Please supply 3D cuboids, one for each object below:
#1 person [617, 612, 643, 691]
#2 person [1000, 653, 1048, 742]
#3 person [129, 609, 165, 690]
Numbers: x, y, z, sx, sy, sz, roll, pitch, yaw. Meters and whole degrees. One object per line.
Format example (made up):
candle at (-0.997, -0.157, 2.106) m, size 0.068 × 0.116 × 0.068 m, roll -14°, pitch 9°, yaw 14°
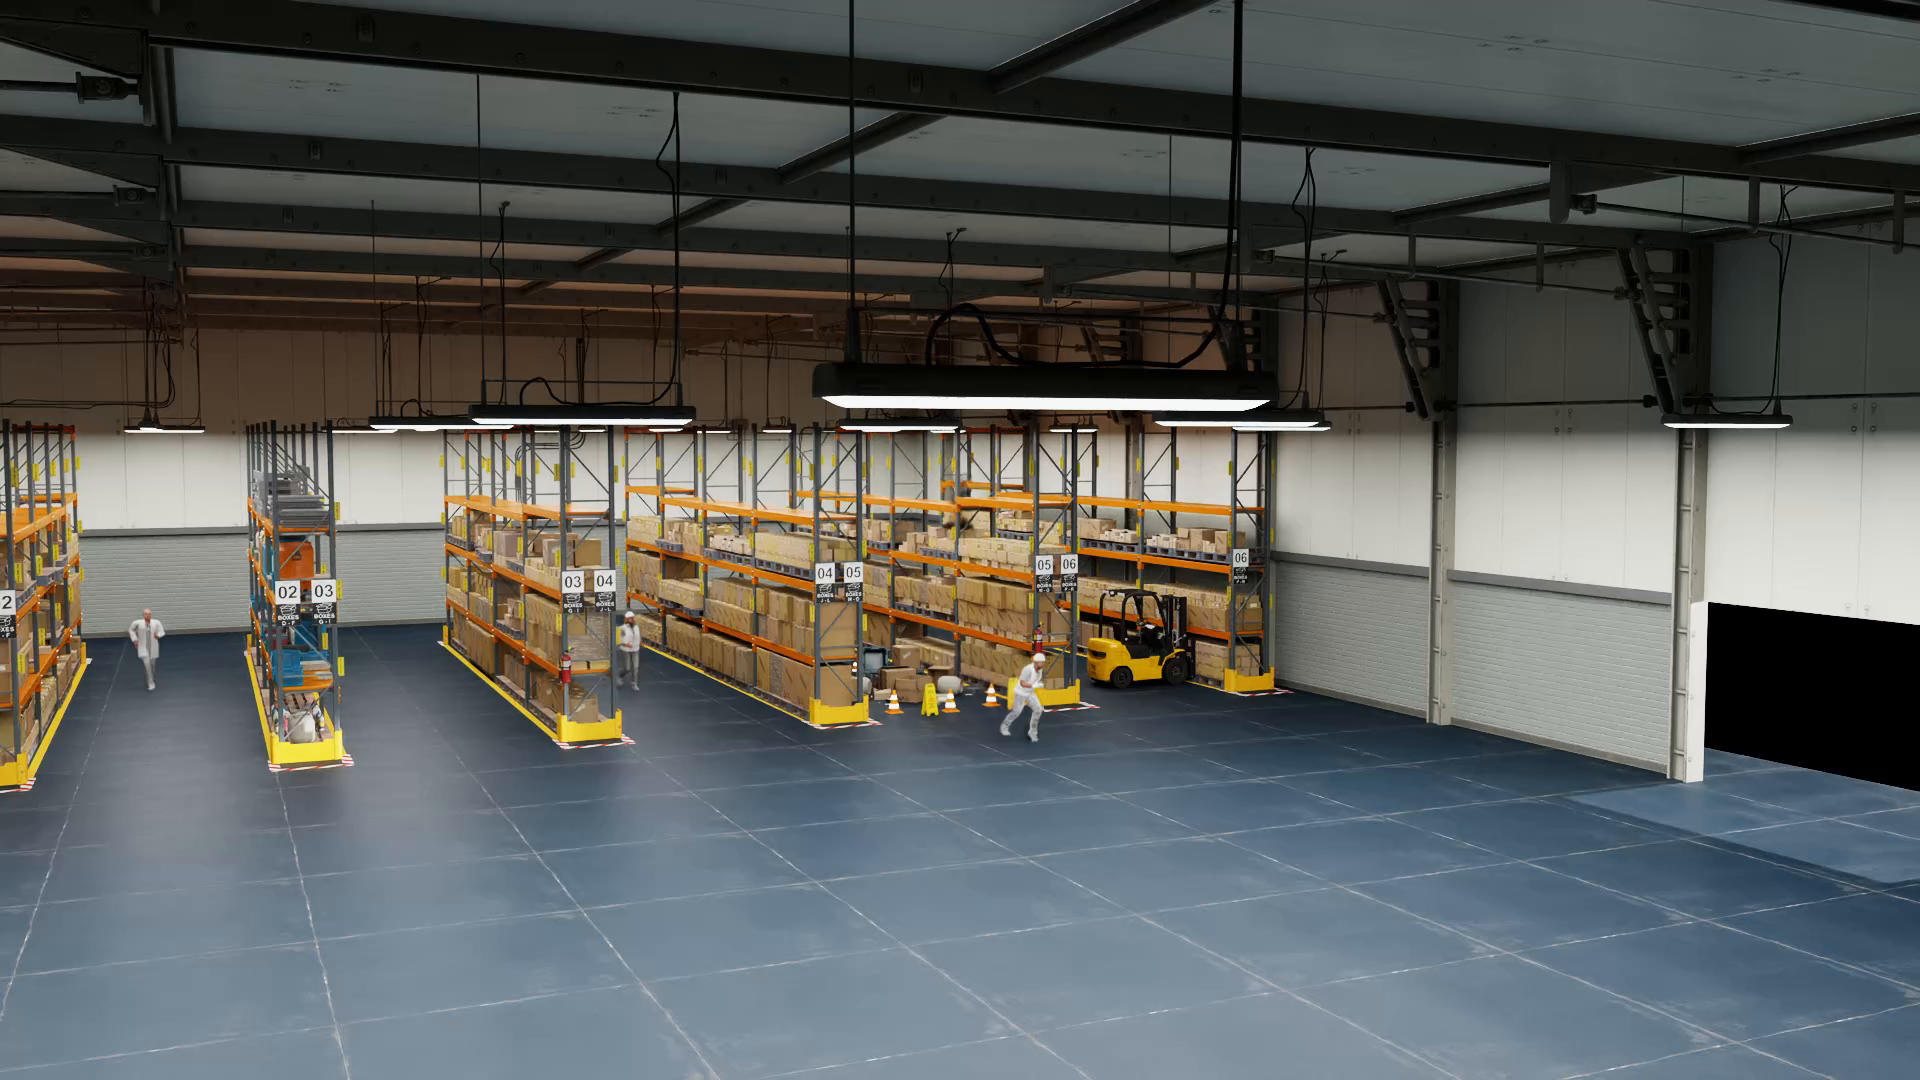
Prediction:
person at (-7.468, 2.498, 37.593) m, size 0.683 × 1.775 × 0.794 m, roll -3°, pitch 5°, yaw -39°
person at (1.204, 2.958, 31.273) m, size 1.013 × 1.721 × 0.727 m, roll 2°, pitch 4°, yaw 35°
person at (-18.458, 2.462, 37.791) m, size 0.714 × 1.796 × 0.960 m, roll -2°, pitch 4°, yaw -33°
